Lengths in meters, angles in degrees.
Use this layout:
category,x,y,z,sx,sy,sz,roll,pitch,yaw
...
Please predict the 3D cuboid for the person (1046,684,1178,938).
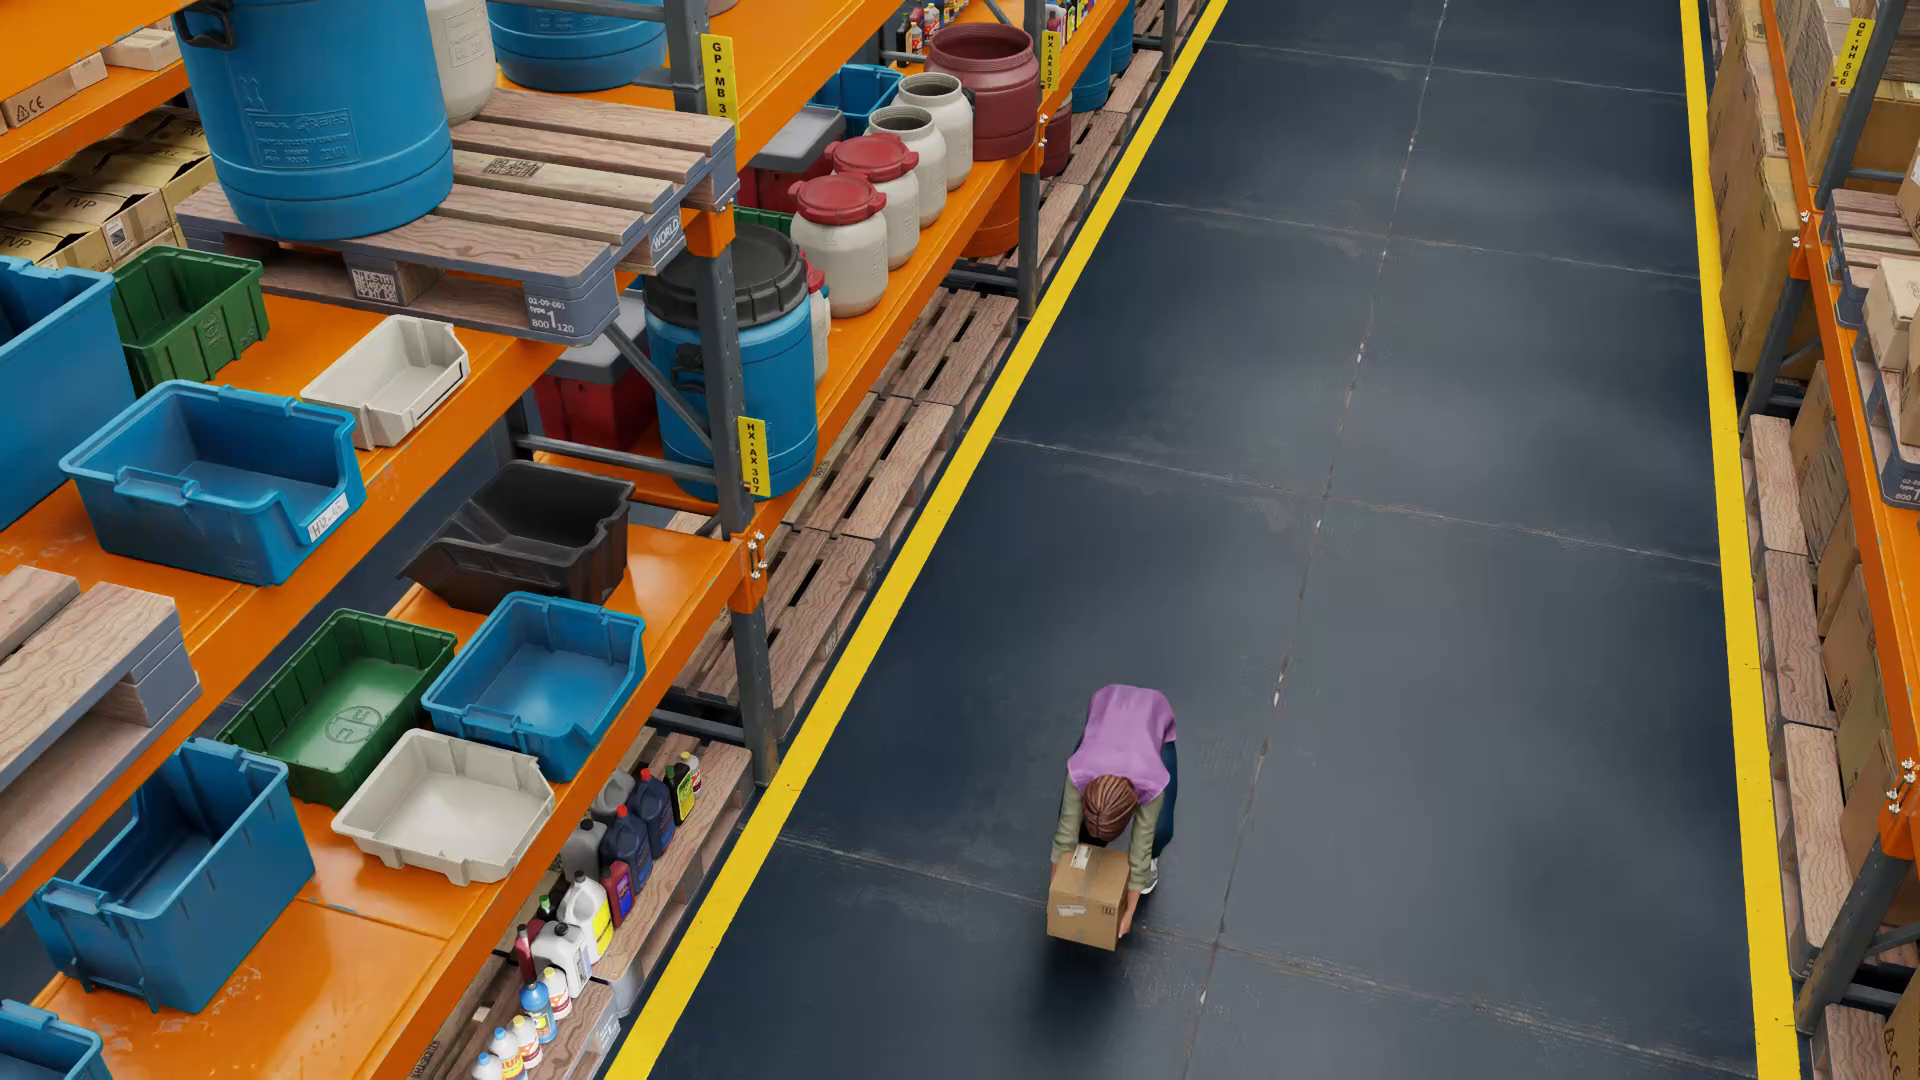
category,x,y,z,sx,sy,sz,roll,pitch,yaw
person,0.583,1.004,6.163,0.428,0.902,0.857,9,39,12
